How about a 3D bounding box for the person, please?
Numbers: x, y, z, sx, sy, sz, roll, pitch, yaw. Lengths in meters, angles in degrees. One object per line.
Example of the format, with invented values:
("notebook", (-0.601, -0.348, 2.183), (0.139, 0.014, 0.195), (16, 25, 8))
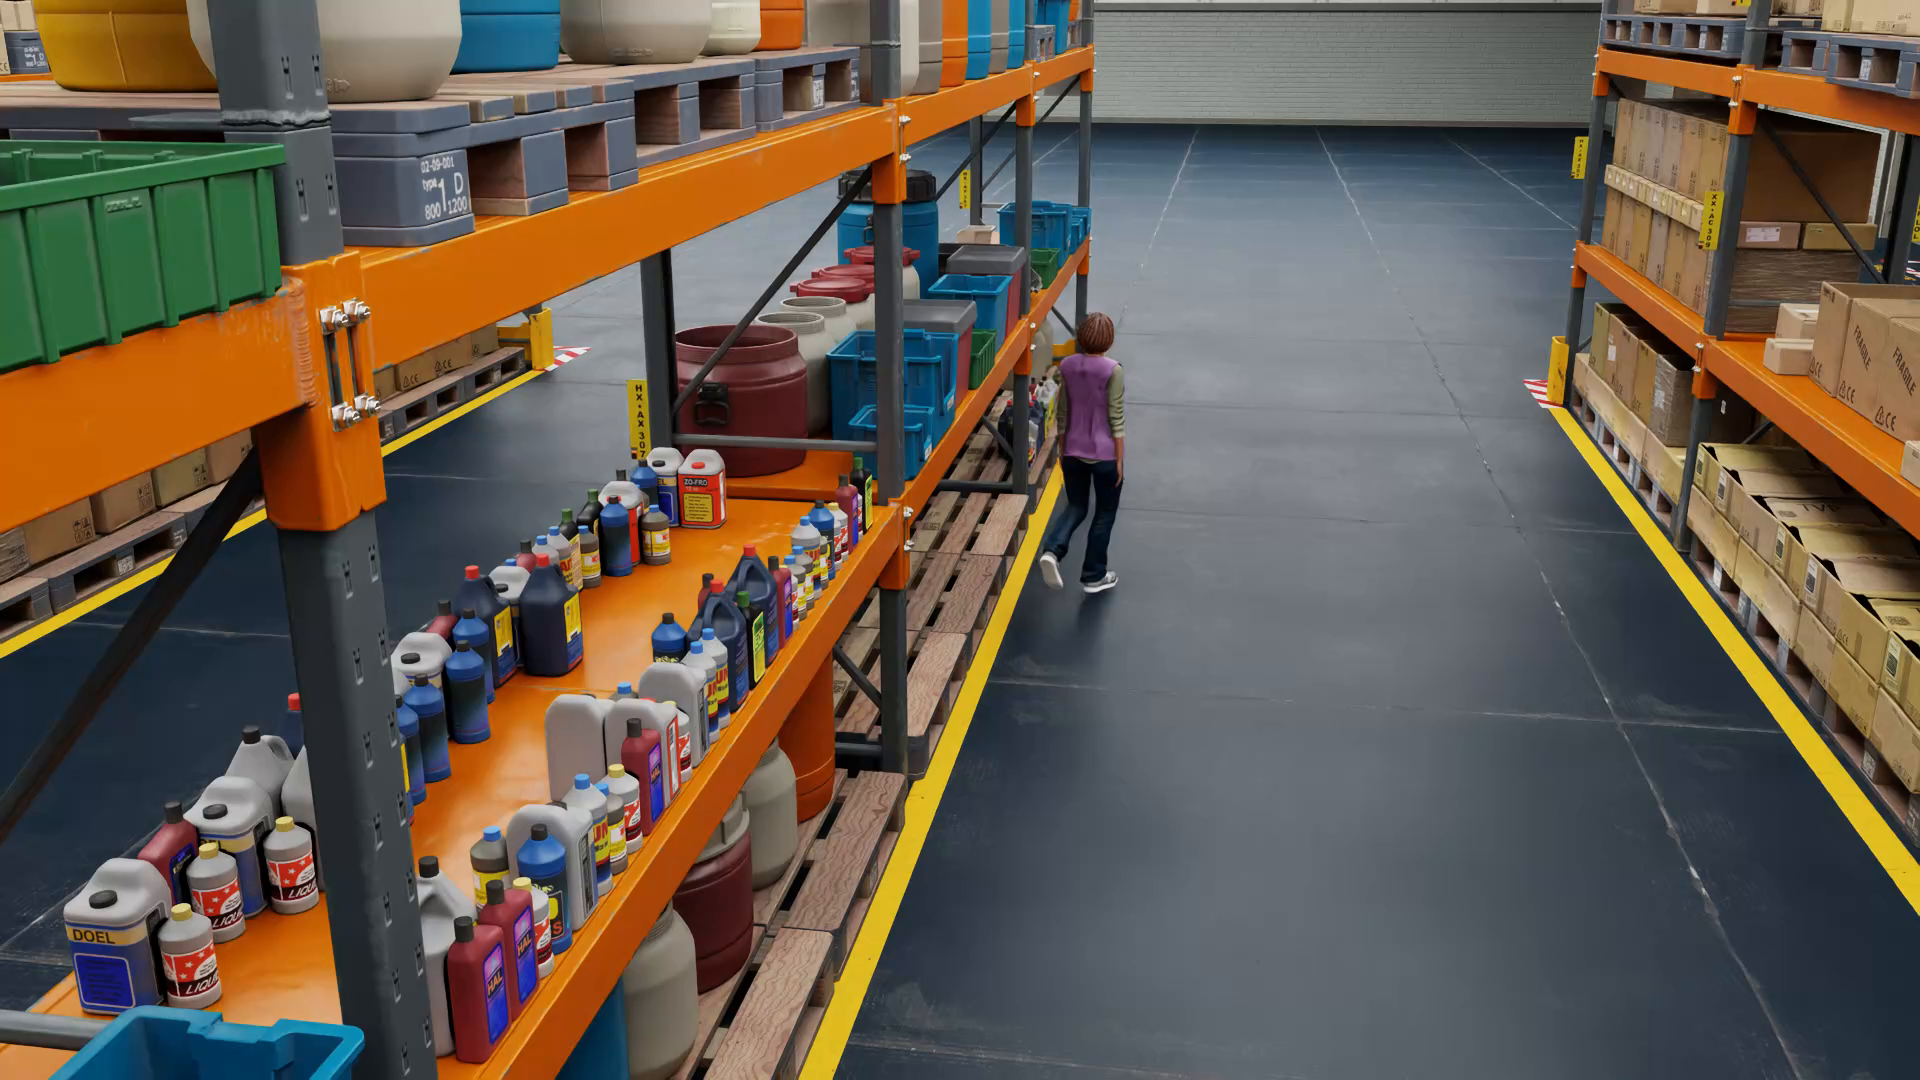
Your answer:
("person", (0.674, -0.435, 8.978), (0.415, 1.564, 0.621), (12, 21, 32))
